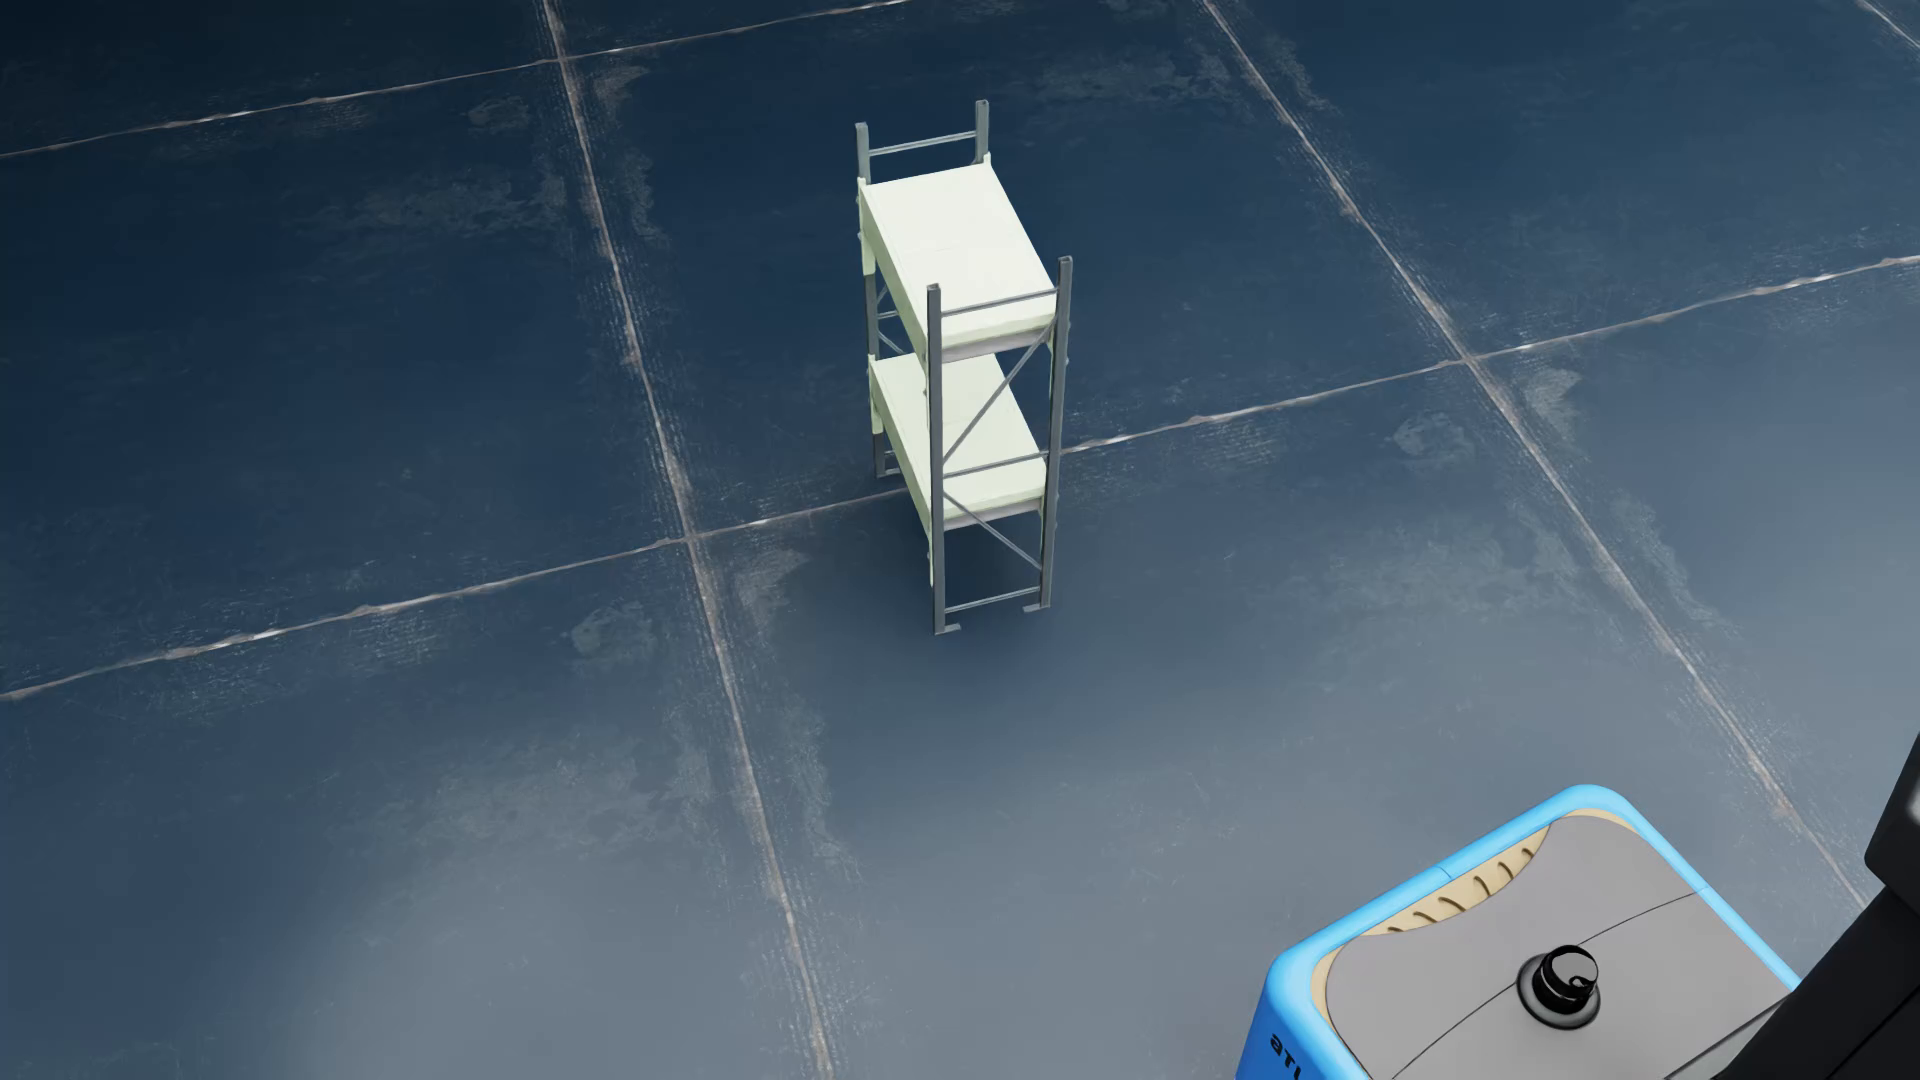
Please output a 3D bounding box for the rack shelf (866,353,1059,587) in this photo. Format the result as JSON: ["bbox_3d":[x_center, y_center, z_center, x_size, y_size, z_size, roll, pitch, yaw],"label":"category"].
[{"bbox_3d":[-0.002,-0.278,5.430,0.431,0.370,0.720,-13,51,-11],"label":"rack shelf"}]

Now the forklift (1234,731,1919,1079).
[{"bbox_3d":[1.819,1.458,2.604,1.130,2.935,3.031,-24,54,-19],"label":"forklift"}]

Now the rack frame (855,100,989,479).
[{"bbox_3d":[-0.110,-0.756,5.406,0.400,1.500,0.023,-13,51,-11],"label":"rack frame"}]

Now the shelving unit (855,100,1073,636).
[{"bbox_3d":[-0.002,-0.488,5.181,0.431,1.500,0.755,-13,51,-11],"label":"shelving unit"}]

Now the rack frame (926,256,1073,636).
[{"bbox_3d":[0.106,-0.221,4.955,0.400,1.500,0.023,-13,51,-11],"label":"rack frame"}]

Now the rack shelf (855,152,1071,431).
[{"bbox_3d":[-0.002,-0.740,4.882,0.431,0.370,0.720,-13,51,-11],"label":"rack shelf"}]
